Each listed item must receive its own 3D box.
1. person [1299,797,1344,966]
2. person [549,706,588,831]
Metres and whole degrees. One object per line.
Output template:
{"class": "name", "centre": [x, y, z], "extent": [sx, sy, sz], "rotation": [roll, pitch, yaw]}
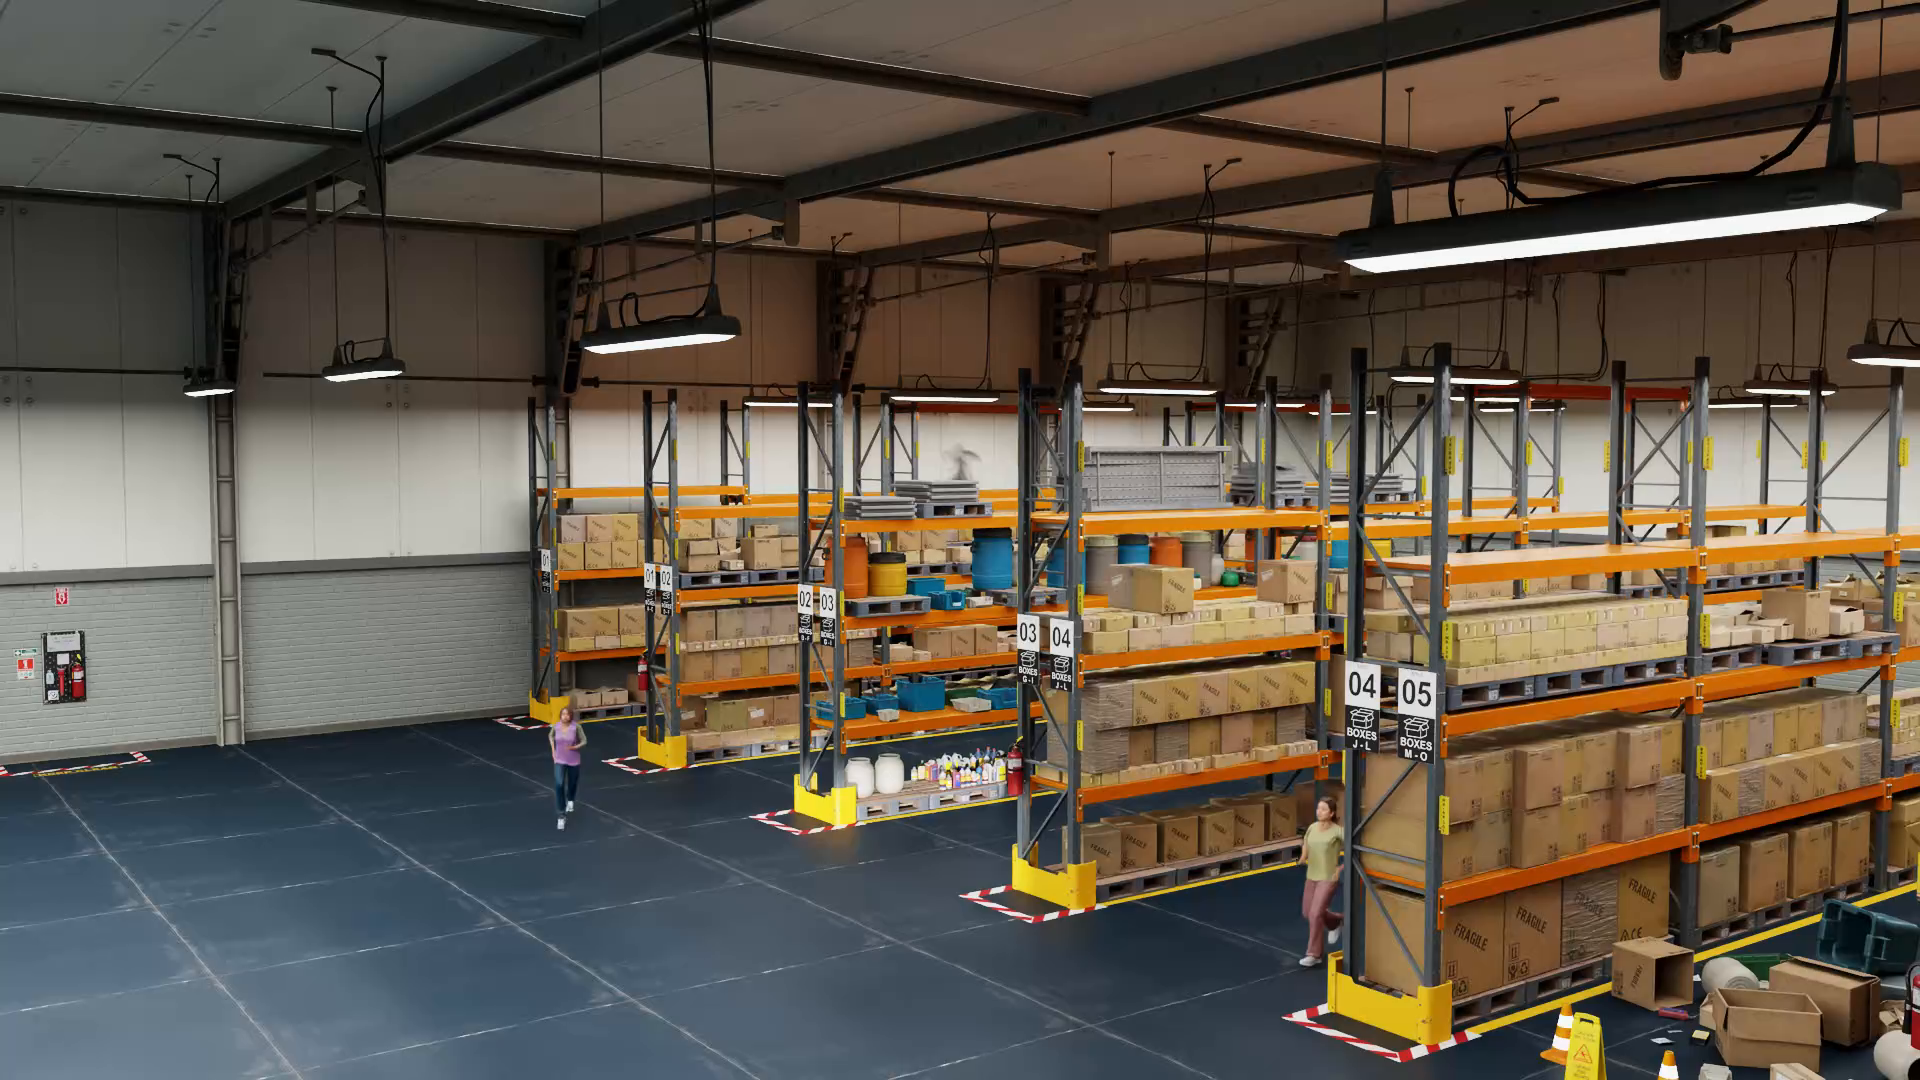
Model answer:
{"class": "person", "centre": [3.639, 3.368, 16.533], "extent": [0.788, 1.632, 0.588], "rotation": [-3, 5, -42]}
{"class": "person", "centre": [-5.303, 3.045, 22.528], "extent": [0.506, 1.632, 0.915], "rotation": [-1, 3, -13]}
